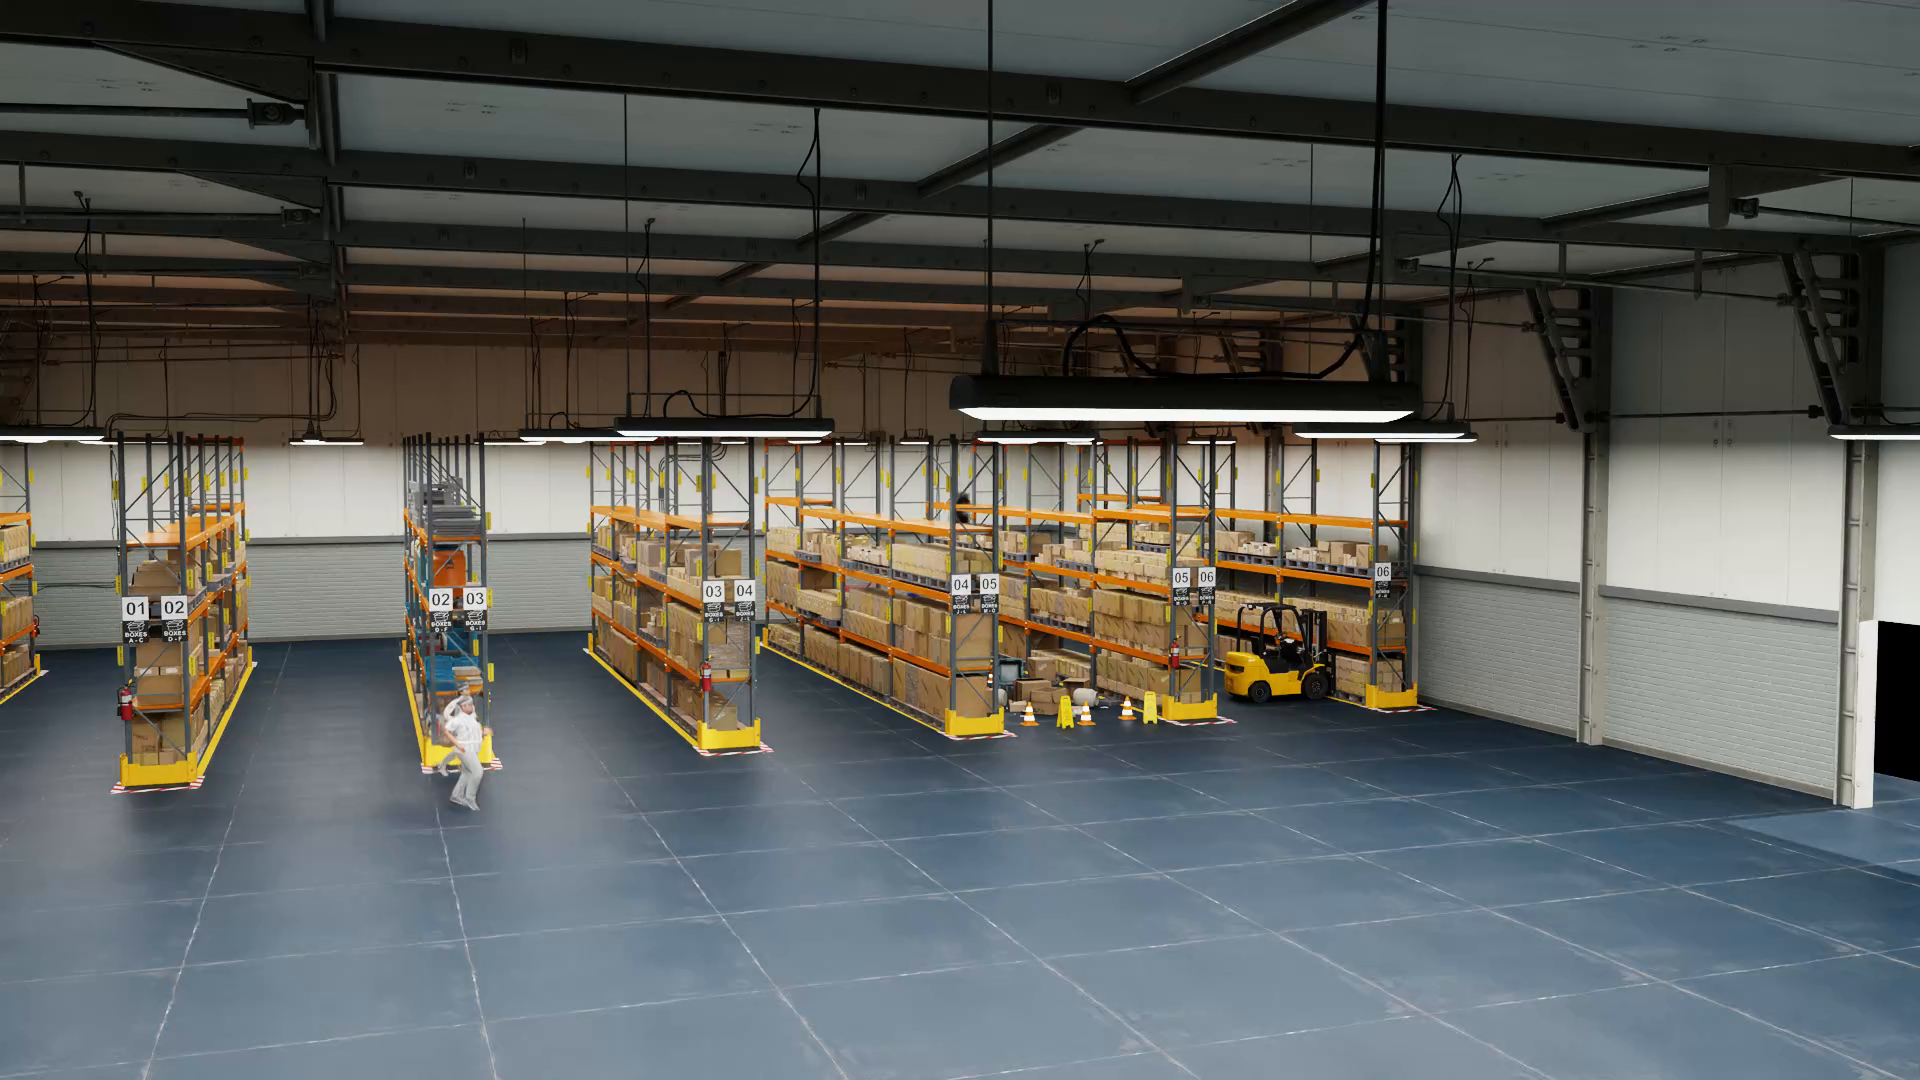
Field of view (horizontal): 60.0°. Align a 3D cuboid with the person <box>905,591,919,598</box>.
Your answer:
[{"bbox_3d":[-1.534,2.068,51.187,0.628,1.692,0.583,0,3,-8],"label":"person"}]

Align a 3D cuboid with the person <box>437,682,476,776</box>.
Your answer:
[{"bbox_3d":[-8.623,3.294,28.658,0.786,1.710,0.623,1,3,17],"label":"person"}]

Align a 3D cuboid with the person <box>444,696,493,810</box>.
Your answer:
[{"bbox_3d":[-7.780,3.386,26.396,0.708,1.845,0.639,0,3,5],"label":"person"}]
